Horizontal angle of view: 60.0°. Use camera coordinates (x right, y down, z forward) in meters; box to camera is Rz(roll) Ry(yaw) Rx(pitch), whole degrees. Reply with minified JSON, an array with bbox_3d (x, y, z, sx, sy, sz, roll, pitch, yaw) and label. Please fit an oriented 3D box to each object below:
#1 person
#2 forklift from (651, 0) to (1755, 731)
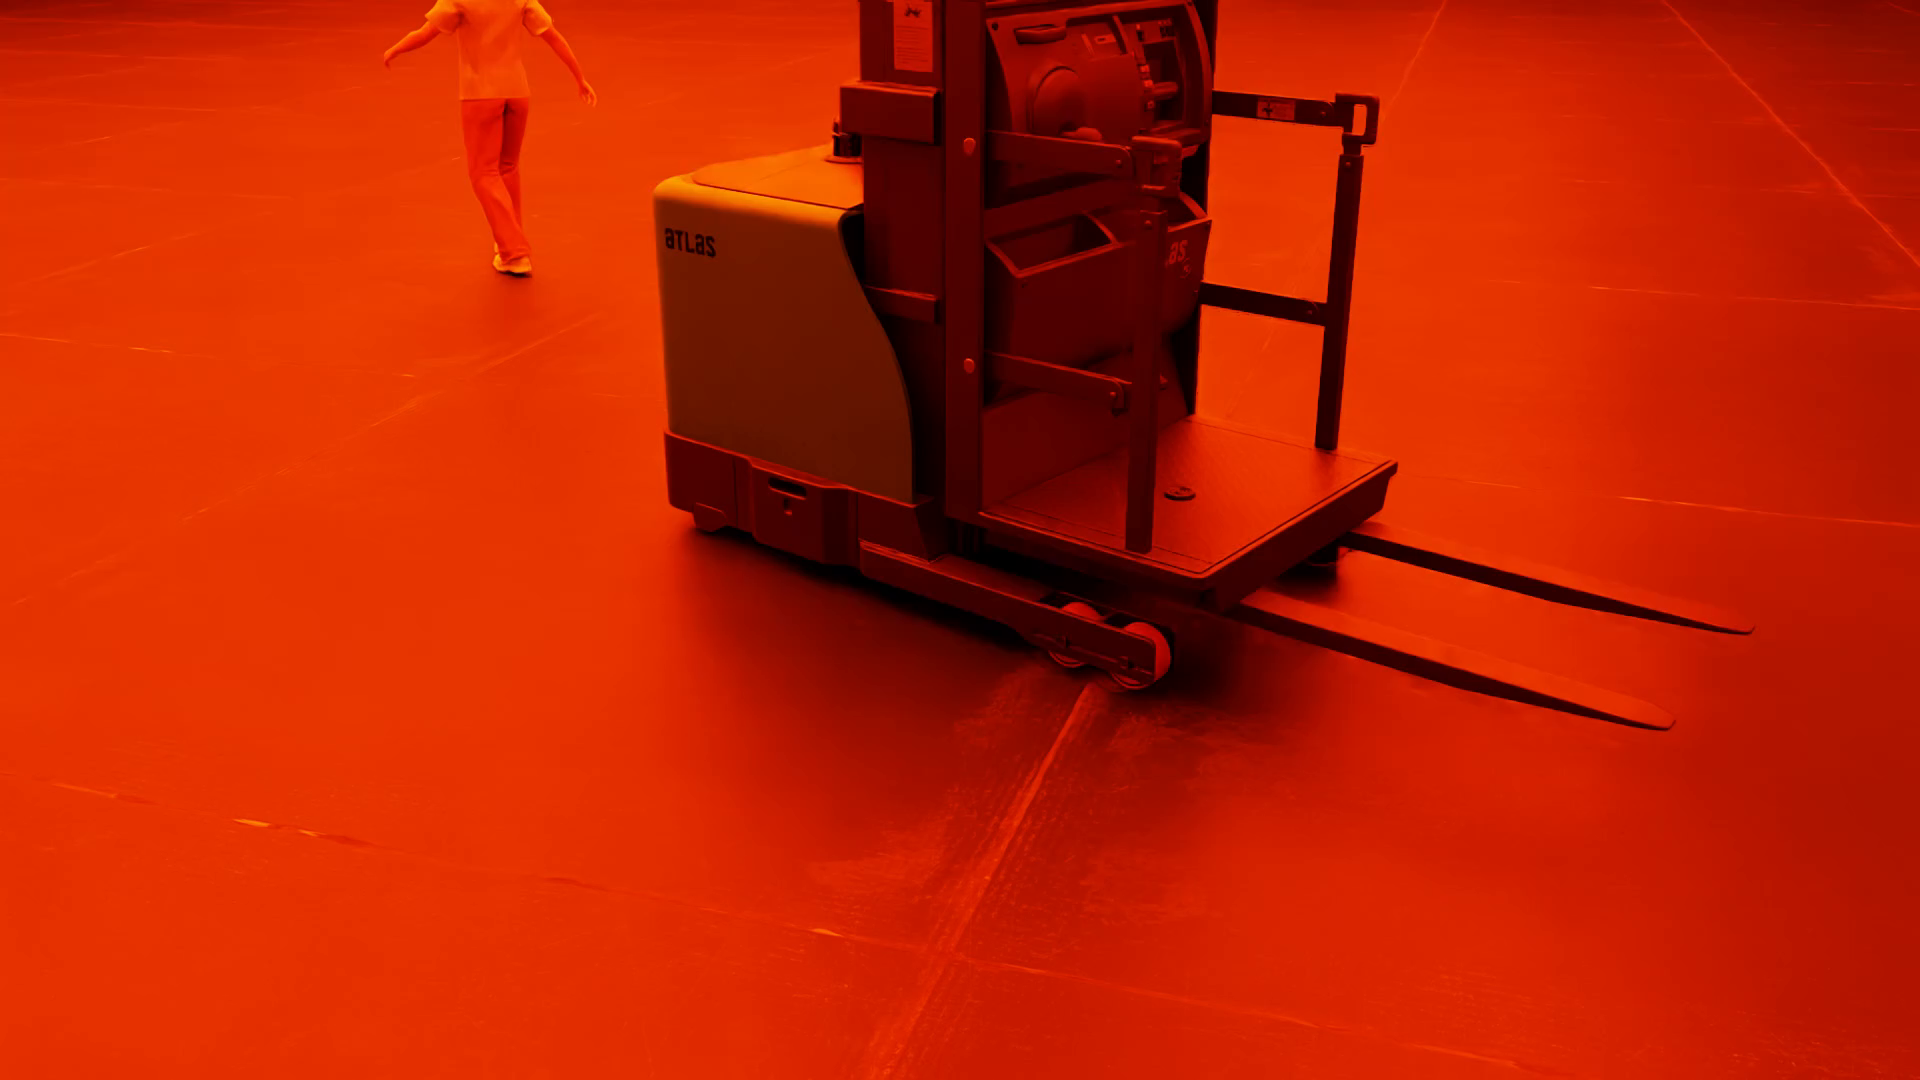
[{"bbox_3d":[-2.309,-2.192,8.290,0.876,1.655,0.718,-18,29,-37],"label":"person"},{"bbox_3d":[0.544,-1.205,4.200,3.031,2.935,1.130,17,28,35],"label":"forklift"}]
